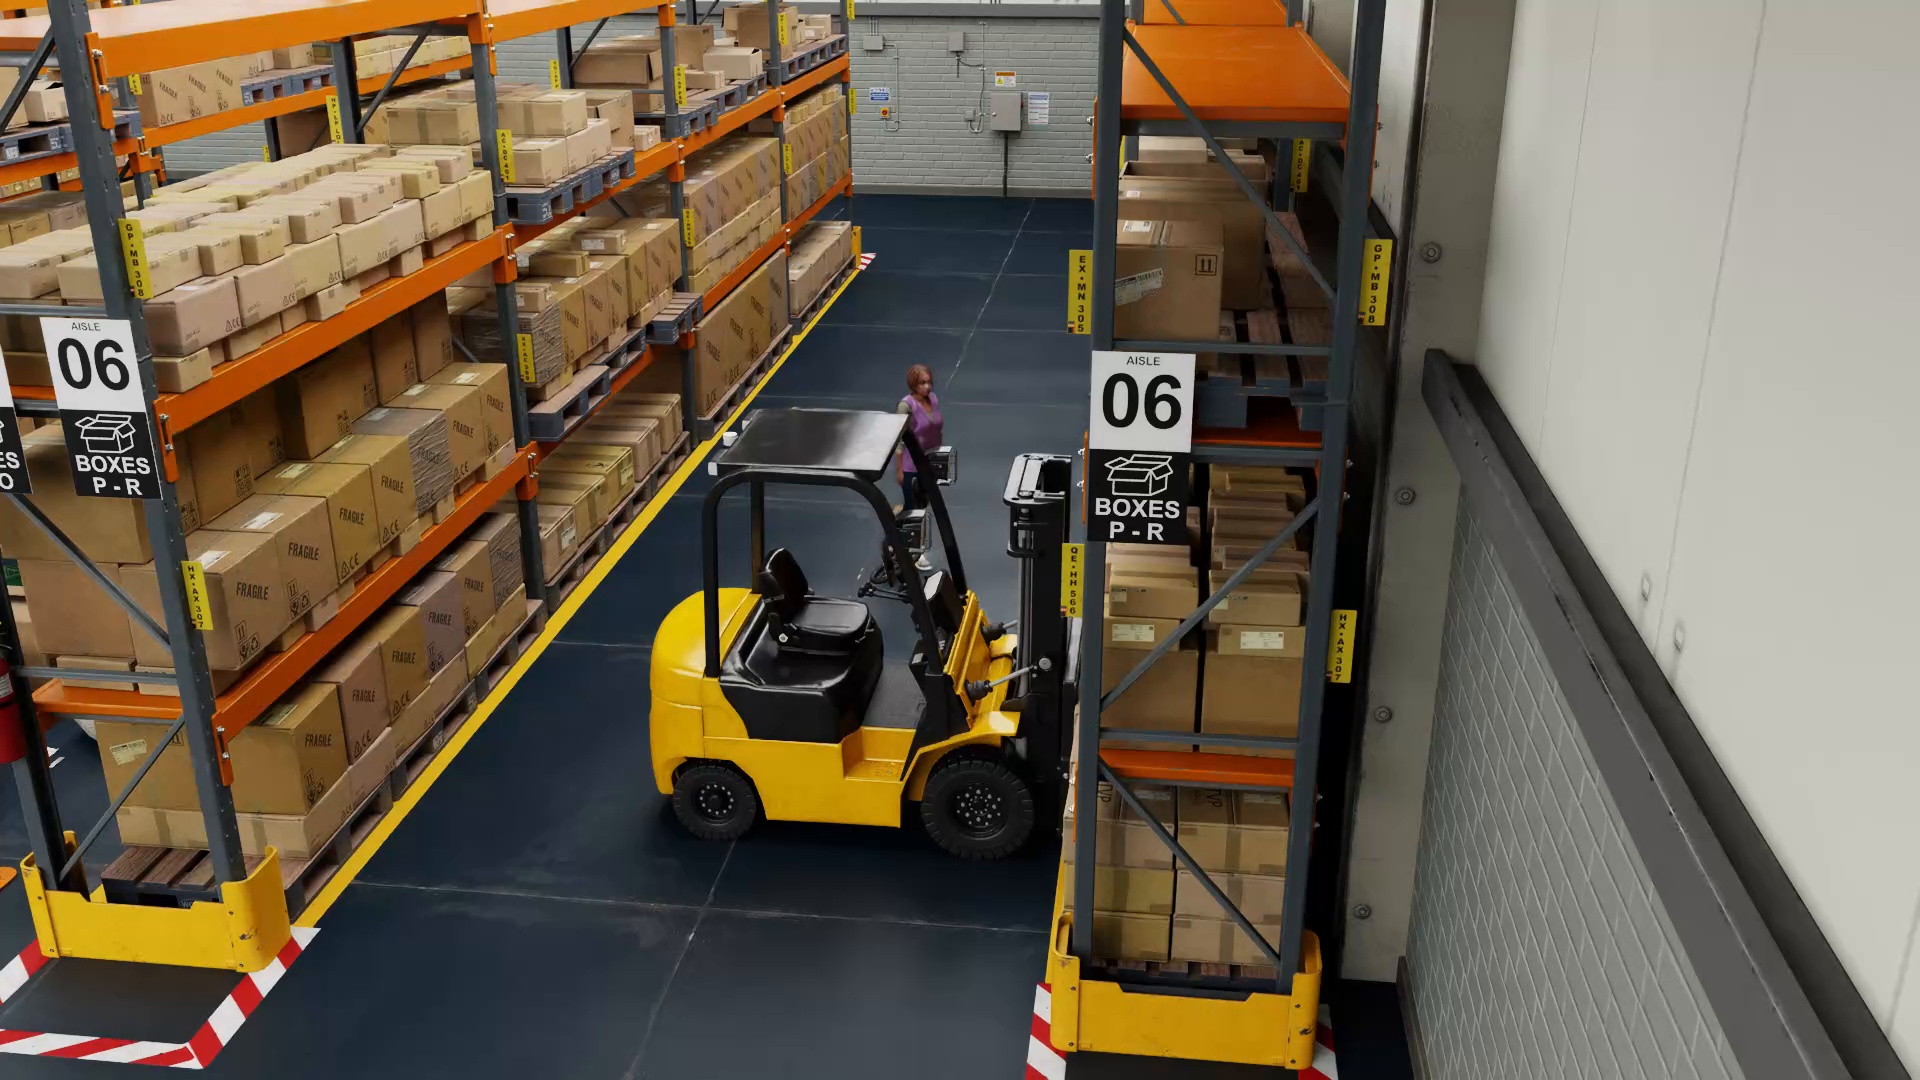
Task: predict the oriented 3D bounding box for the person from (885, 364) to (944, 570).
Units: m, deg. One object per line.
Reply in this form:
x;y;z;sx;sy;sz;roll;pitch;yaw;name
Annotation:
-0.357;-0.560;12.514;0.475;1.583;0.421;16;27;35;person
